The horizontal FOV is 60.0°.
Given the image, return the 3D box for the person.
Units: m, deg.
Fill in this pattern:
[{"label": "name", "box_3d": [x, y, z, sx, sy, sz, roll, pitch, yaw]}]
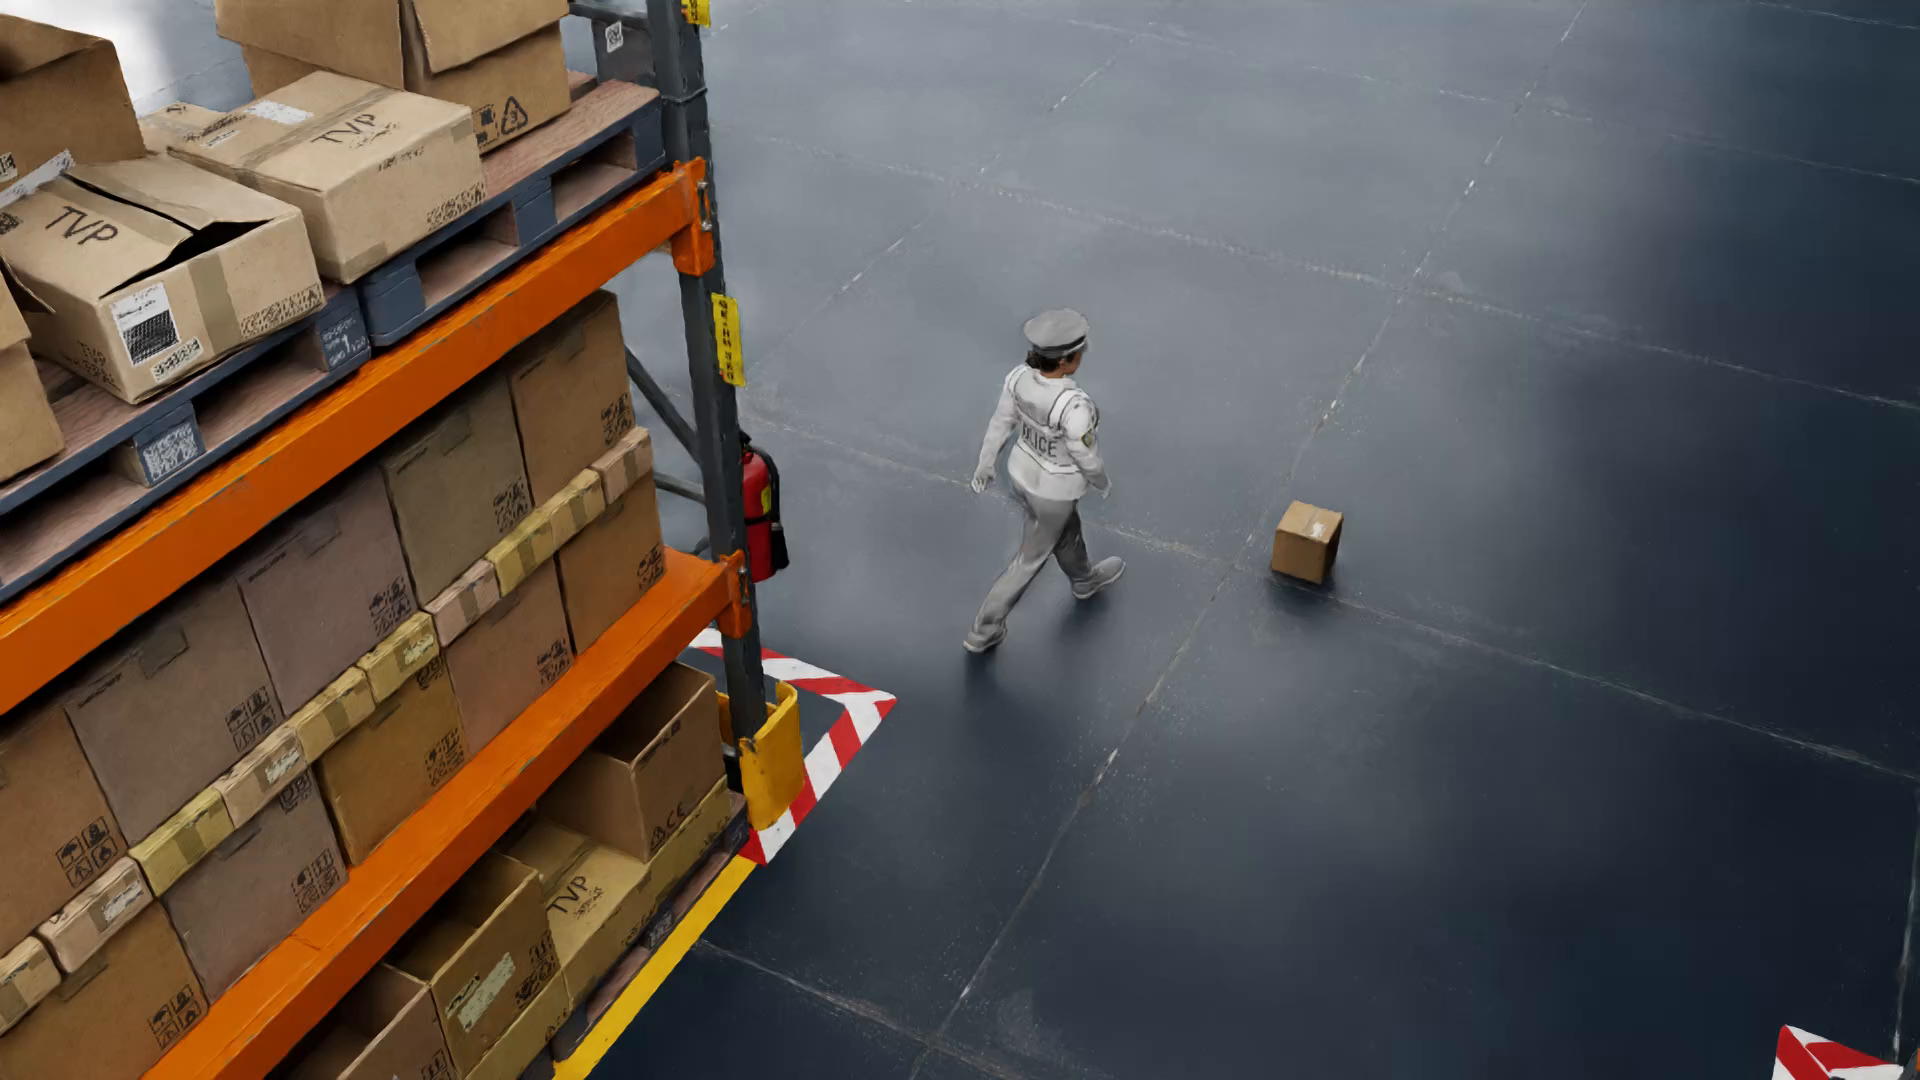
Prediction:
[{"label": "person", "box_3d": [0.401, -0.280, 7.103, 0.940, 1.615, 0.557, -23, 44, -26]}]
